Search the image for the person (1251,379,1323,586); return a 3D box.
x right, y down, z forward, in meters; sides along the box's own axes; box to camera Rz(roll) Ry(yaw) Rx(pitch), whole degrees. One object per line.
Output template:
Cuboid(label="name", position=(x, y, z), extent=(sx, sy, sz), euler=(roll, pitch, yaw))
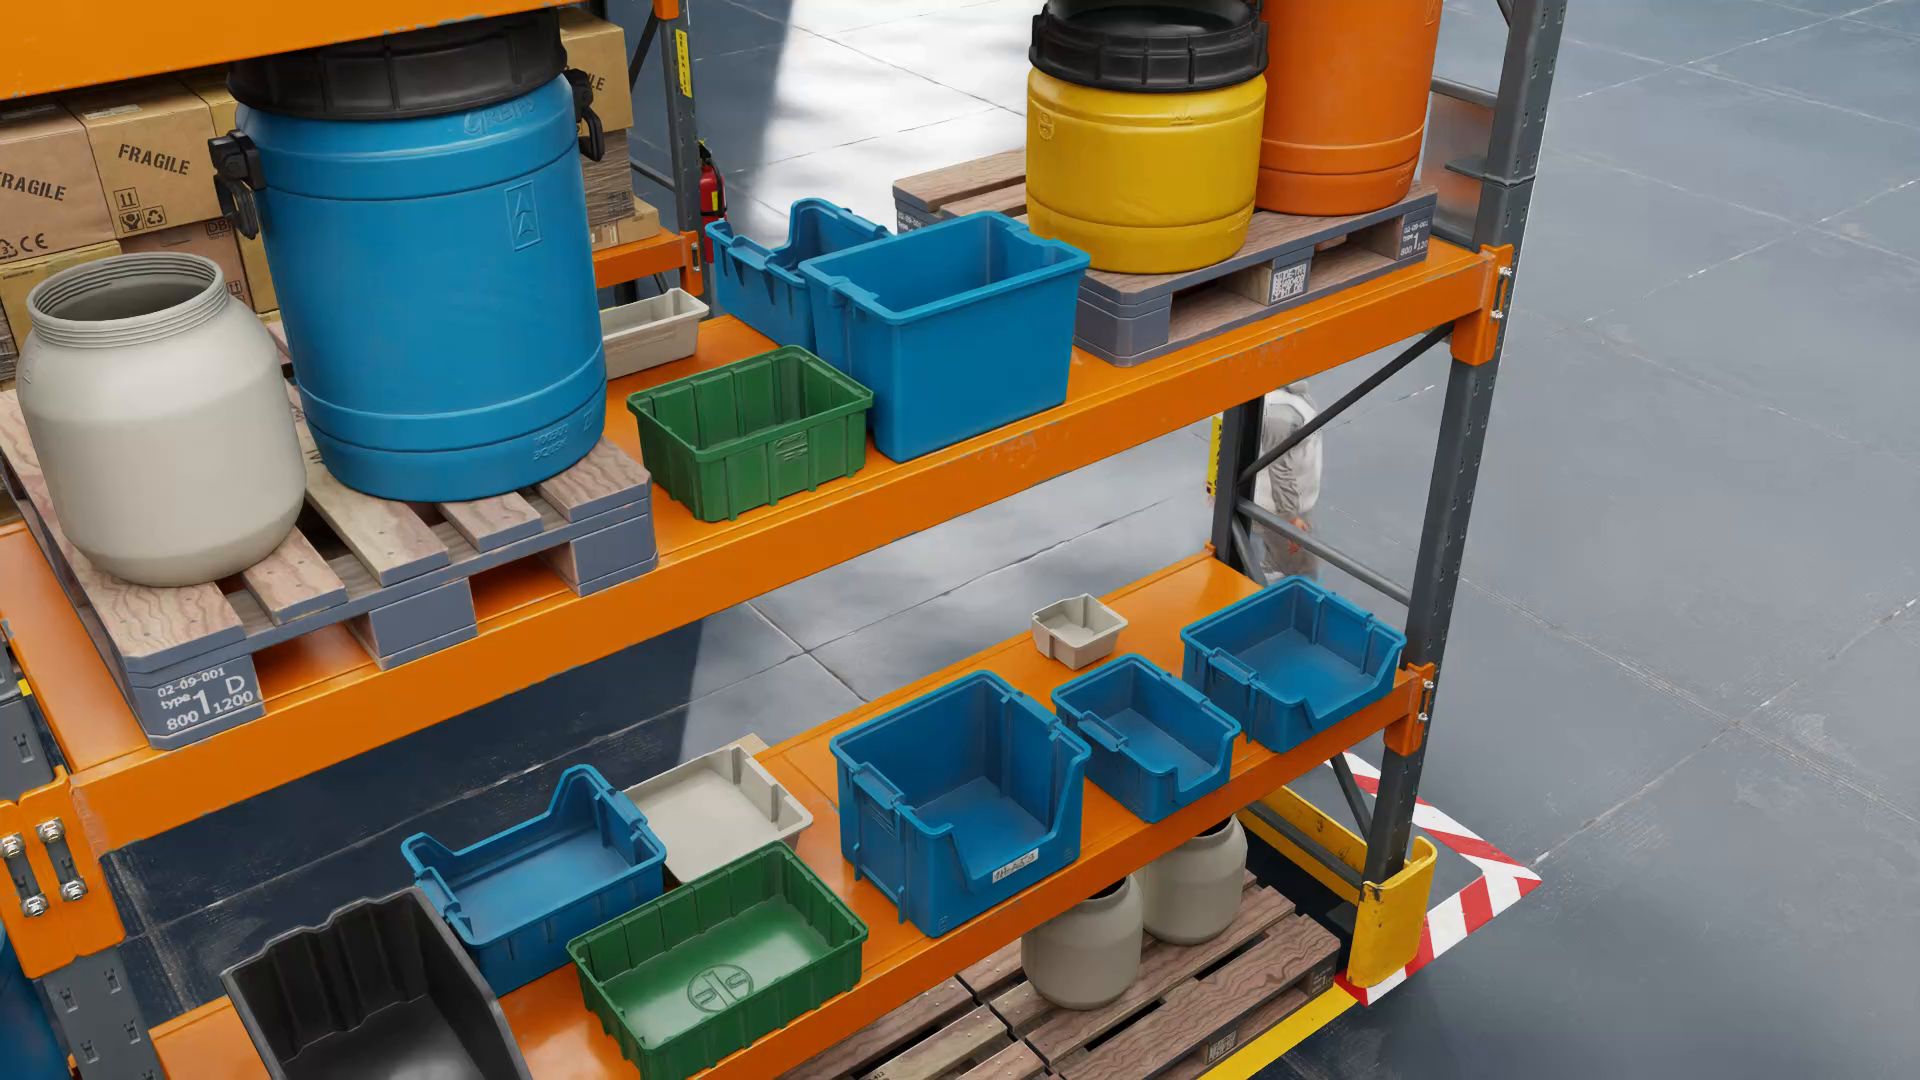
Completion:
Cuboid(label="person", position=(1.401, -0.206, 7.409), extent=(0.594, 1.751, 0.562), euler=(1, 32, 1))
